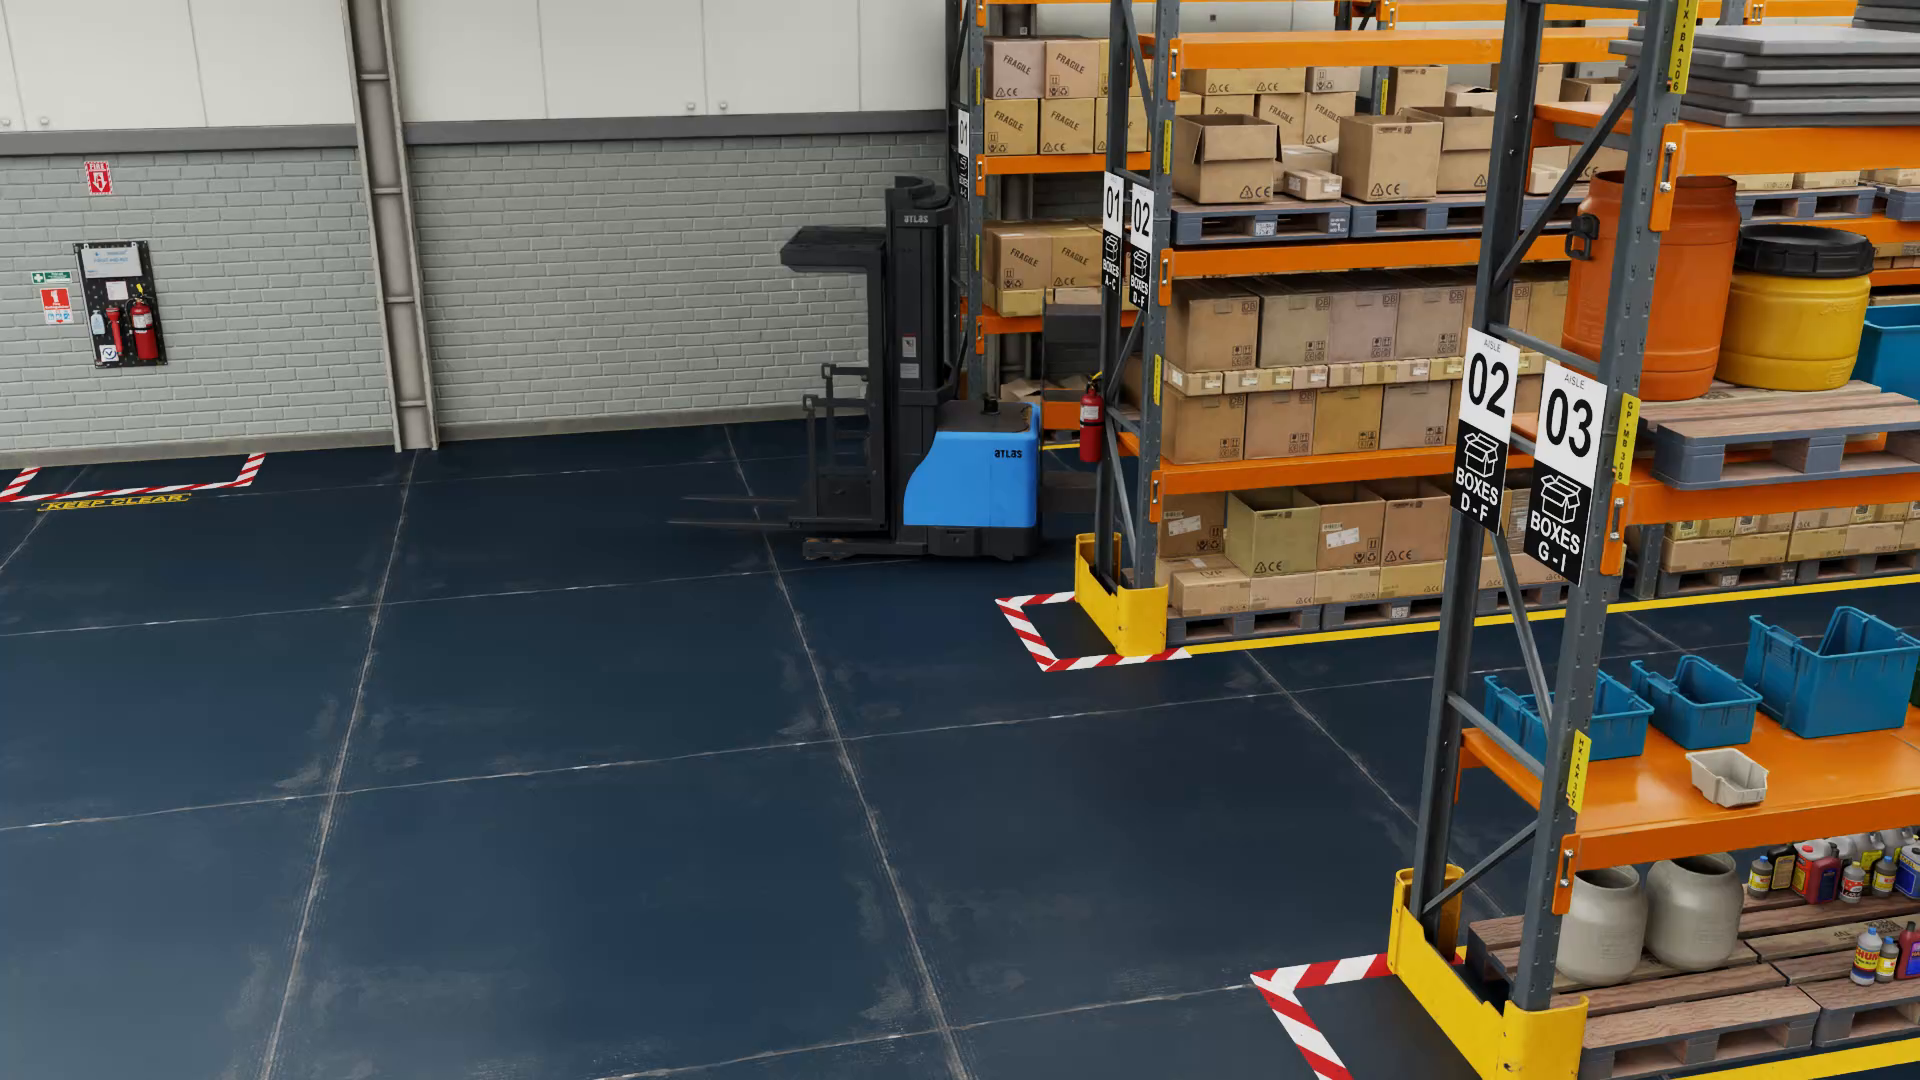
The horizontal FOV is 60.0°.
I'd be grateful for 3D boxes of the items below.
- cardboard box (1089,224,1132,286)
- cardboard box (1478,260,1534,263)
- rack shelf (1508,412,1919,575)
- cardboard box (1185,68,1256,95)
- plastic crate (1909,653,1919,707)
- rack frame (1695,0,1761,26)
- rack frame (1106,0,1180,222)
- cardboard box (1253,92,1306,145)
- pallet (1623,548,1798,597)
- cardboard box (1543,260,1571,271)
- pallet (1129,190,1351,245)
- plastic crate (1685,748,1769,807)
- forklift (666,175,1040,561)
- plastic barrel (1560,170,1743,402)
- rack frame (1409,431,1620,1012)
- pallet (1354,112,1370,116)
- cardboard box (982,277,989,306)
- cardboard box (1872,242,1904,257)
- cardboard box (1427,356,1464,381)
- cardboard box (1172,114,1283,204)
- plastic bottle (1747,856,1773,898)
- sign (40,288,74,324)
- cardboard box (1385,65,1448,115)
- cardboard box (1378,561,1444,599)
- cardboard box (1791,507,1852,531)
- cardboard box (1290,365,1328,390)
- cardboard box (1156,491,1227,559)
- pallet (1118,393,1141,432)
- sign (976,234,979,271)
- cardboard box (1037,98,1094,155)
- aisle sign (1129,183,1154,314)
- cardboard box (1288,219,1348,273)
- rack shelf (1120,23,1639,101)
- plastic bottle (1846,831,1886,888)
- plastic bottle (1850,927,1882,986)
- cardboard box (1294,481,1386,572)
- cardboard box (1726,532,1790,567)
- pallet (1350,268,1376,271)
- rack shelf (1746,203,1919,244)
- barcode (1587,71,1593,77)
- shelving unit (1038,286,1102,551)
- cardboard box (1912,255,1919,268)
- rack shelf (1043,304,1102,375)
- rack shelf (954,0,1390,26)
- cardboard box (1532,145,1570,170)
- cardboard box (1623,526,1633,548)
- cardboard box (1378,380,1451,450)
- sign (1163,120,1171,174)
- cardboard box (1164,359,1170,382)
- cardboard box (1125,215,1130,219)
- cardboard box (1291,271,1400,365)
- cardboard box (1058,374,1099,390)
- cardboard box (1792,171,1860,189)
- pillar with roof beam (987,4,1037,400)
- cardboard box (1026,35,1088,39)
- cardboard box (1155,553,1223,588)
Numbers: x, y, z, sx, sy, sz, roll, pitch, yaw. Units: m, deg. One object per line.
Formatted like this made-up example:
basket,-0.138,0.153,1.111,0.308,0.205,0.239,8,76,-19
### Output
cardboard box,1.557,-2.760,16.086,0.500,0.500,0.500,-5,21,-14
cardboard box,5.610,-3.160,17.296,0.500,0.500,0.700,-2,20,-5
rack shelf,4.261,-0.370,7.147,4.000,0.370,1.077,-5,21,-12
cardboard box,2.466,-4.485,15.710,0.500,0.500,0.500,-5,21,-14
plastic crate,4.822,0.655,7.973,0.662,0.188,0.450,-5,21,-12
rack frame,7.821,-5.907,16.857,0.127,3.000,1.000,-5,21,-12
rack frame,1.179,-3.616,10.603,0.127,3.000,1.000,-5,21,-12
cardboard box,2.998,-4.080,16.055,0.500,0.500,0.500,-6,21,-17
pallet,5.779,0.122,13.173,1.213,0.211,1.003,-5,21,-12
cardboard box,4.641,-1.734,12.157,0.500,0.500,0.700,-5,21,-12
pallet,1.873,-2.213,11.263,1.213,0.211,1.003,-5,21,-12
plastic crate,3.260,1.020,7.052,0.250,0.136,0.298,-5,21,-12
forklift,-0.864,-1.392,13.352,3.031,2.935,1.130,1,20,4
plastic barrel,2.759,-1.029,6.666,0.708,0.830,0.600,-5,21,-12
rack frame,2.315,0.859,7.107,0.127,3.000,1.000,-5,21,-12
pallet,4.553,-4.107,16.577,1.003,0.211,1.213,-5,21,-12
cardboard box,0.446,-2.498,16.461,0.500,0.250,0.500,-4,21,-12
cardboard box,9.852,-3.360,18.019,0.500,0.500,0.500,-4,21,-11
cardboard box,3.362,-1.252,11.782,0.250,0.149,0.380,-4,20,-11
cardboard box,1.739,-2.563,11.125,0.637,0.503,0.797,-3,20,-9
plastic bottle,4.001,1.675,8.310,0.097,0.201,0.097,0,20,0
sign,-8.297,-2.151,15.275,0.234,0.329,0.001,-5,21,-12
cardboard box,4.478,-4.442,16.464,0.500,0.500,0.500,-2,20,-5
cardboard box,3.212,0.209,12.270,0.500,0.250,0.500,-5,21,-12
cardboard box,6.523,-0.313,12.881,0.500,0.311,0.500,-5,21,-14
cardboard box,2.356,-1.170,11.558,0.250,0.149,0.380,-5,21,-13
cardboard box,1.632,-0.199,12.294,0.500,0.500,0.500,-5,21,-12
pallet,2.093,-1.301,17.060,1.213,0.211,1.003,-5,21,-12
sign,0.160,-2.682,15.516,0.005,0.325,0.100,-5,21,-12
cardboard box,0.949,-3.895,15.551,0.500,0.500,0.500,-3,20,-9
aisle sign,1.185,-1.912,10.893,0.004,0.787,0.394,-5,21,-12
cardboard box,3.539,-2.923,16.533,0.500,0.500,0.500,-5,21,-13
rack shelf,3.125,-3.249,11.227,4.000,0.370,1.077,-5,21,-12
plastic bottle,4.548,1.568,8.384,0.185,0.351,0.144,-4,20,-10
plastic bottle,4.151,1.895,7.608,0.097,0.271,0.097,0,20,0
cardboard box,2.722,-0.109,12.048,0.500,0.500,0.500,-5,21,-12
cardboard box,6.019,-0.011,12.869,0.500,0.250,0.500,-4,21,-11
pallet,4.705,-2.695,17.090,1.213,0.211,1.003,-5,21,-12
rack shelf,7.018,-2.344,12.539,4.000,0.370,1.077,-5,21,-12
barcode,6.628,-4.903,17.488,0.075,0.075,0.001,-5,21,-12
shelving unit,0.904,-0.956,13.372,0.503,2.100,0.431,1,20,4
cardboard box,10.450,-3.105,18.267,0.250,0.149,0.380,-5,21,-12
rack shelf,0.904,-1.601,13.136,0.480,0.518,0.431,1,20,4
rack shelf,1.982,-5.093,15.685,4.000,0.370,1.077,-5,21,-12
cardboard box,3.995,-2.751,11.917,0.500,0.311,0.500,-6,21,-15
cardboard box,5.408,-0.151,13.254,0.500,0.250,0.500,-5,21,-13
cardboard box,3.142,-1.002,12.043,0.500,0.500,0.700,-4,21,-11
sign,1.301,-2.469,10.446,0.005,0.325,0.100,-5,21,-12
cardboard box,1.507,-1.244,11.762,0.250,0.149,0.380,-5,21,-13
cardboard box,1.929,-2.975,16.674,0.500,0.500,0.500,-4,21,-12
cardboard box,2.688,-1.575,11.723,0.500,0.500,0.700,-5,21,-12
cardboard box,1.284,-1.471,16.738,0.500,0.311,0.500,-3,20,-8
cardboard box,6.207,-2.741,12.182,0.500,0.250,0.500,-7,21,-18
pillar with roof beam,1.508,-4.178,12.136,0.400,9.000,9.100,-5,21,-12
cardboard box,0.923,-4.560,15.912,0.500,0.500,0.500,-3,20,-9
cardboard box,1.633,0.154,12.421,0.500,0.250,0.500,-5,21,-12
